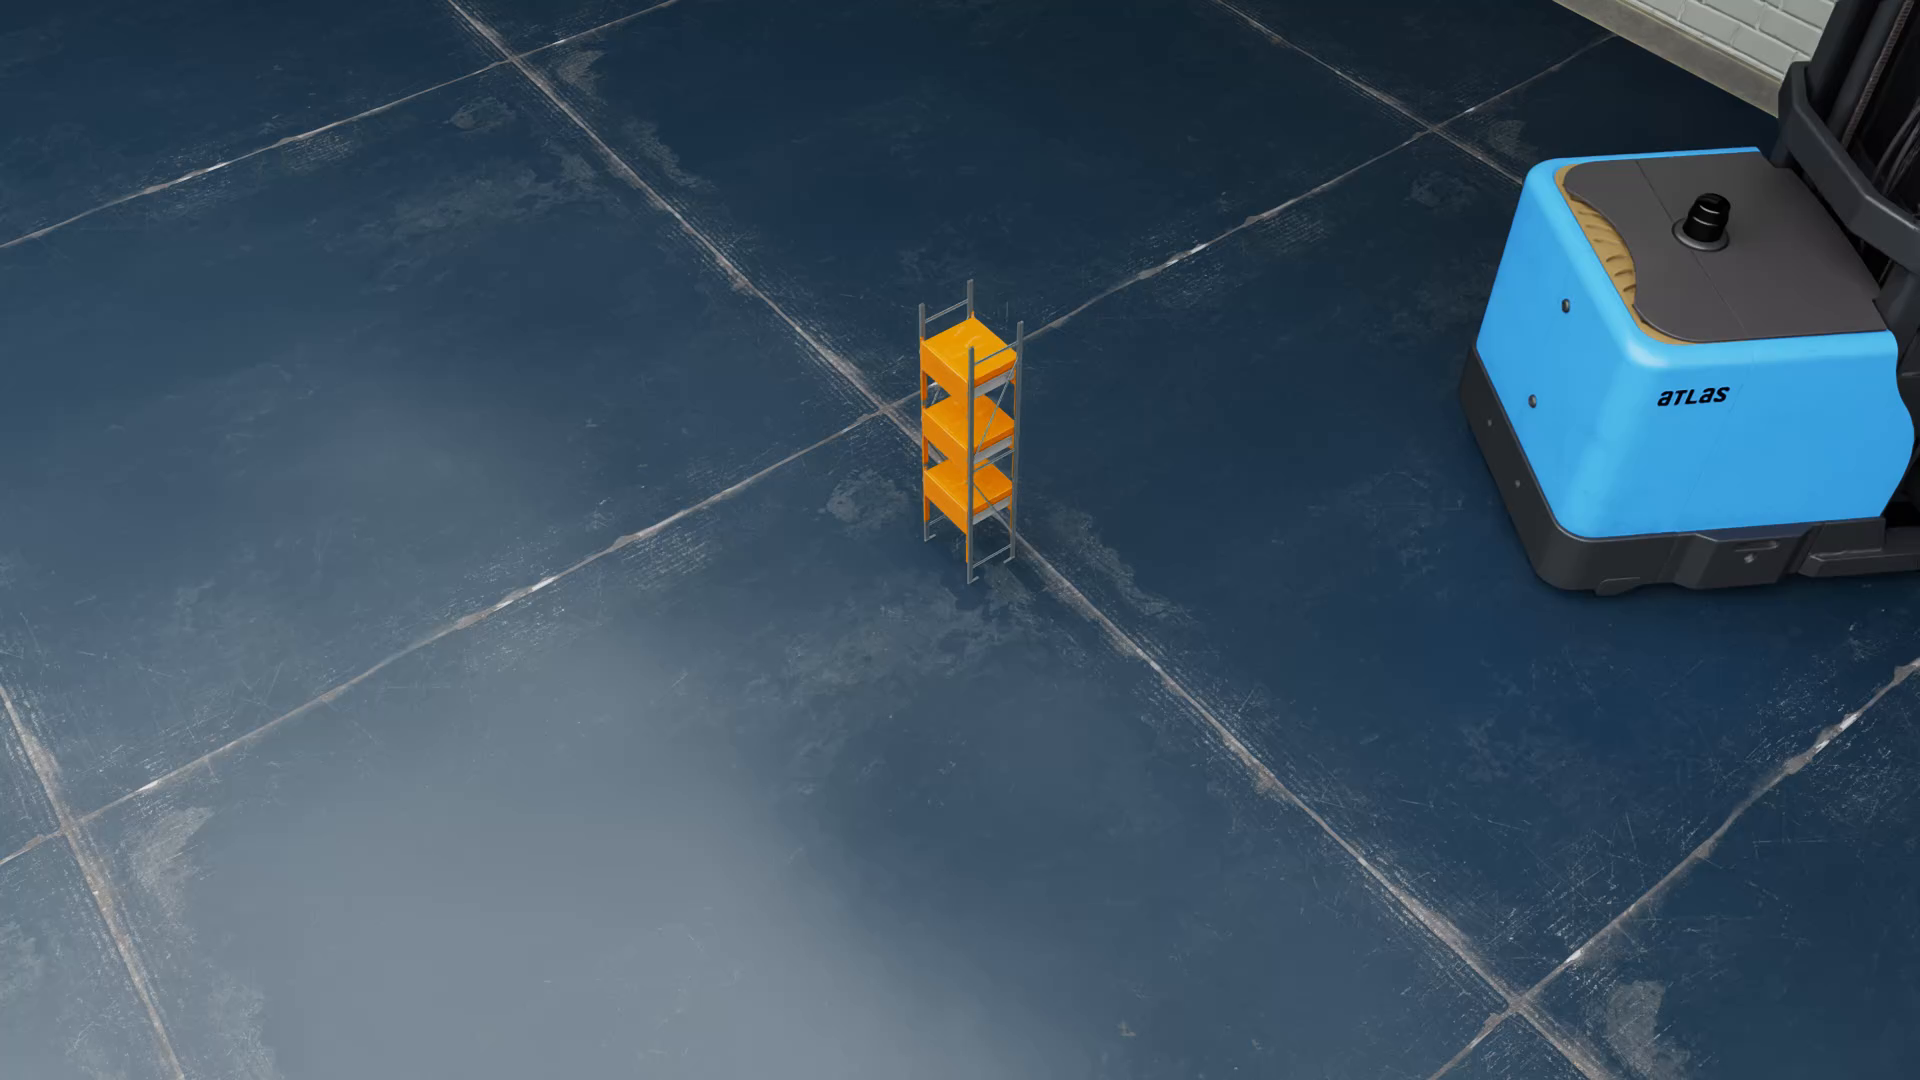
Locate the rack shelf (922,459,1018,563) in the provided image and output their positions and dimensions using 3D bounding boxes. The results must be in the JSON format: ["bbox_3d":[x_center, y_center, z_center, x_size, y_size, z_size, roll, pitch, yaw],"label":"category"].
[{"bbox_3d":[0.032,-0.127,5.546,0.215,0.259,0.240,-29,54,-24],"label":"rack shelf"}]

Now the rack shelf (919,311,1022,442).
[{"bbox_3d":[0.032,-0.505,5.130,0.215,0.259,0.240,-29,54,-24],"label":"rack shelf"}]

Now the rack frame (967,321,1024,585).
[{"bbox_3d":[0.106,-0.249,5.267,0.200,1.050,0.008,-29,54,-24],"label":"rack frame"}]

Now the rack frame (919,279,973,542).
[{"bbox_3d":[-0.041,-0.393,5.398,0.200,1.050,0.008,-29,54,-24],"label":"rack frame"}]

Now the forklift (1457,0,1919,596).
[{"bbox_3d":[3.385,-1.262,4.915,3.031,2.935,1.130,-4,48,-4],"label":"forklift"}]

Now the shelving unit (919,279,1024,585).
[{"bbox_3d":[0.032,-0.321,5.332,0.215,1.050,0.252,-29,54,-24],"label":"shelving unit"}]

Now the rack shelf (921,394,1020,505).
[{"bbox_3d":[0.032,-0.314,5.340,0.215,0.259,0.240,-29,54,-24],"label":"rack shelf"}]
